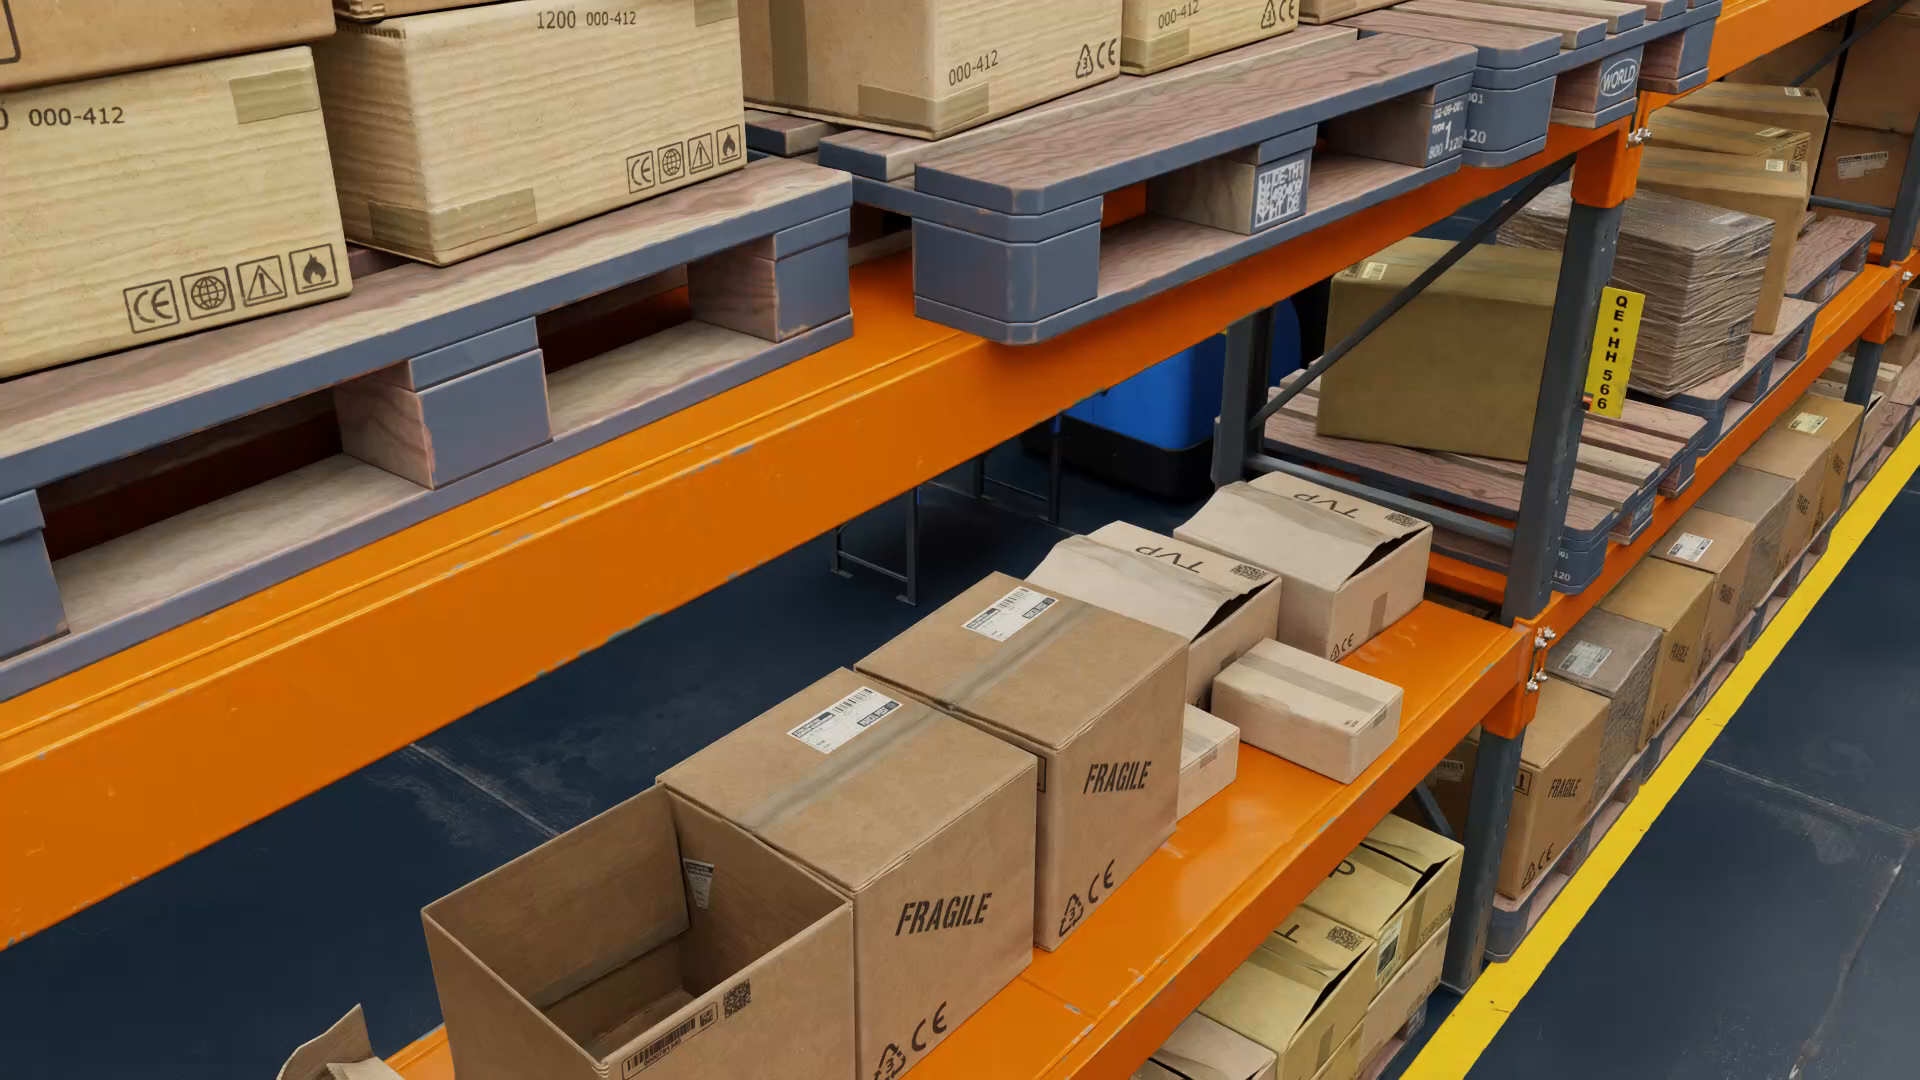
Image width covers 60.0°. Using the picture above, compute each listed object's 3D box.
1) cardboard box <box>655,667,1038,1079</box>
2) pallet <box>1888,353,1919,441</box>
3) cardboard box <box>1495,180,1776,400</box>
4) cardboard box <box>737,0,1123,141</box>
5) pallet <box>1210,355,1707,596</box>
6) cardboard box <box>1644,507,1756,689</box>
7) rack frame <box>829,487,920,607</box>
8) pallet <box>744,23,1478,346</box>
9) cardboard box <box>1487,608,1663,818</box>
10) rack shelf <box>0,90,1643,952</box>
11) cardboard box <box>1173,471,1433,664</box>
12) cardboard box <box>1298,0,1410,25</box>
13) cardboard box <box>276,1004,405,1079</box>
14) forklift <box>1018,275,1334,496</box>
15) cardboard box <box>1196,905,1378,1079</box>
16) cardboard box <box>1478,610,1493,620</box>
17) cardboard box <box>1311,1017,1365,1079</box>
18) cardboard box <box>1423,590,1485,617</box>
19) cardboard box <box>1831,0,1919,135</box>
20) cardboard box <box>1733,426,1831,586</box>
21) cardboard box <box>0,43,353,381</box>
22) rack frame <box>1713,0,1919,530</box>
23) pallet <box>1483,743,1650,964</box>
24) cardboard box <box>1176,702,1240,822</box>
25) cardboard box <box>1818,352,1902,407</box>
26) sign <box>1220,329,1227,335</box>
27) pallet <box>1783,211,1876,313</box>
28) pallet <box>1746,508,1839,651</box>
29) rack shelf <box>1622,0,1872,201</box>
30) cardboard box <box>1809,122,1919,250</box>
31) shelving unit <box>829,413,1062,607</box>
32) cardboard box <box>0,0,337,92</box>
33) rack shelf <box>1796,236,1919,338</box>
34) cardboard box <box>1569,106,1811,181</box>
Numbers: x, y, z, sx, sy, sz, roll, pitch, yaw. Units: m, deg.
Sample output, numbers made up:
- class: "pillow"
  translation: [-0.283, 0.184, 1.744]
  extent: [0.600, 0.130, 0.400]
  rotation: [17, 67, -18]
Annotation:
- class: "cardboard box"
  translation: [-0.205, 0.633, 3.152]
  extent: [0.500, 0.500, 0.500]
  rotation: [21, 34, 34]
- class: "pallet"
  translation: [4.942, -0.966, 9.387]
  extent: [1.003, 0.211, 1.213]
  rotation: [21, 34, 34]
- class: "cardboard box"
  translation: [2.228, -0.864, 5.590]
  extent: [0.500, 0.500, 0.700]
  rotation: [-21, 34, -34]
- class: "cardboard box"
  translation: [-0.096, -0.803, 2.478]
  extent: [0.500, 0.250, 0.500]
  rotation: [18, 32, 30]
- class: "pallet"
  translation: [1.562, -0.284, 5.243]
  extent: [1.213, 0.211, 1.003]
  rotation: [21, 34, 34]
- class: "cardboard box"
  translation: [2.674, 0.178, 6.382]
  extent: [0.500, 0.500, 0.500]
  rotation: [19, 33, 33]
- class: "rack frame"
  translation: [-0.378, -0.456, 6.999]
  extent: [0.500, 1.500, 0.032]
  rotation: [21, 34, 34]
- class: "pallet"
  translation: [0.113, -0.693, 2.766]
  extent: [1.003, 0.211, 1.213]
  rotation: [23, 35, 37]
- class: "cardboard box"
  translation: [2.024, 0.541, 5.681]
  extent: [0.500, 0.500, 0.500]
  rotation: [19, 33, 33]
- class: "rack shelf"
  translation: [-0.087, -0.412, 2.801]
  extent: [1.077, 0.370, 4.000]
  rotation: [21, 34, 34]
- class: "cardboard box"
  translation: [0.920, 0.047, 4.491]
  extent: [0.500, 0.311, 0.500]
  rotation: [23, 35, 37]
- class: "cardboard box"
  translation: [0.620, -1.192, 3.232]
  extent: [0.500, 0.250, 0.500]
  rotation: [22, 34, 36]
- class: "cardboard box"
  translation: [-0.942, 1.004, 2.691]
  extent: [0.396, 0.266, 0.258]
  rotation: [20, 33, 33]
- class: "forklift"
  translation: [1.668, -2.104, 8.628]
  extent: [1.130, 2.935, 3.031]
  rotation: [23, 35, 37]
- class: "cardboard box"
  translation: [0.716, 1.121, 4.244]
  extent: [0.500, 0.311, 0.500]
  rotation: [20, 34, 34]
- class: "cardboard box"
  translation: [1.599, 0.406, 5.942]
  extent: [0.500, 0.500, 0.500]
  rotation: [22, 35, 36]
- class: "cardboard box"
  translation: [0.713, 1.368, 4.377]
  extent: [0.500, 0.250, 0.500]
  rotation: [20, 34, 34]
- class: "cardboard box"
  translation: [1.631, 0.052, 5.811]
  extent: [0.500, 0.250, 0.500]
  rotation: [22, 35, 36]
- class: "cardboard box"
  translation: [4.246, -2.100, 7.348]
  extent: [0.500, 0.500, 0.500]
  rotation: [22, 34, 36]
- class: "cardboard box"
  translation: [3.316, -0.180, 7.076]
  extent: [0.500, 0.500, 0.500]
  rotation: [21, 34, 35]
- class: "cardboard box"
  translation: [-0.960, -0.358, 1.619]
  extent: [0.500, 0.250, 0.500]
  rotation: [-24, 36, -38]
- class: "rack frame"
  translation: [3.729, -1.527, 7.437]
  extent: [1.000, 3.000, 0.127]
  rotation: [21, 34, 34]
- class: "pallet"
  translation: [1.689, 0.876, 5.826]
  extent: [1.003, 0.211, 1.213]
  rotation: [21, 34, 34]
- class: "cardboard box"
  translation: [0.417, 0.472, 3.847]
  extent: [0.380, 0.149, 0.250]
  rotation: [24, 36, 38]
- class: "cardboard box"
  translation: [4.706, -0.859, 8.750]
  extent: [0.380, 0.166, 0.250]
  rotation: [21, 34, 34]
- class: "sign"
  translation: [0.760, -0.743, 4.747]
  extent: [0.100, 0.325, 0.005]
  rotation: [21, 34, 34]
- class: "pallet"
  translation: [3.137, -1.190, 6.995]
  extent: [1.003, 0.211, 1.213]
  rotation: [21, 34, 34]
- class: "pallet"
  translation: [3.241, 0.011, 7.499]
  extent: [1.003, 0.211, 1.213]
  rotation: [21, 34, 34]
- class: "rack shelf"
  translation: [2.457, -1.830, 5.542]
  extent: [1.077, 0.370, 4.000]
  rotation: [21, 34, 34]
- class: "cardboard box"
  translation: [4.264, -1.672, 7.609]
  extent: [0.500, 0.500, 0.500]
  rotation: [22, 34, 36]
- class: "shelving unit"
  translation: [-0.054, -0.636, 7.347]
  extent: [0.538, 1.500, 1.048]
  rotation: [21, 34, 34]
- class: "cardboard box"
  translation: [-0.937, -0.683, 1.431]
  extent: [0.500, 0.500, 0.500]
  rotation: [21, 34, 35]
- class: "rack shelf"
  translation: [5.001, -1.916, 8.973]
  extent: [1.077, 0.370, 4.000]
  rotation: [21, 34, 34]
- class: "cardboard box"
  translation: [2.867, -1.393, 6.612]
  extent: [0.500, 0.500, 0.700]
  rotation: [-22, 35, -36]
